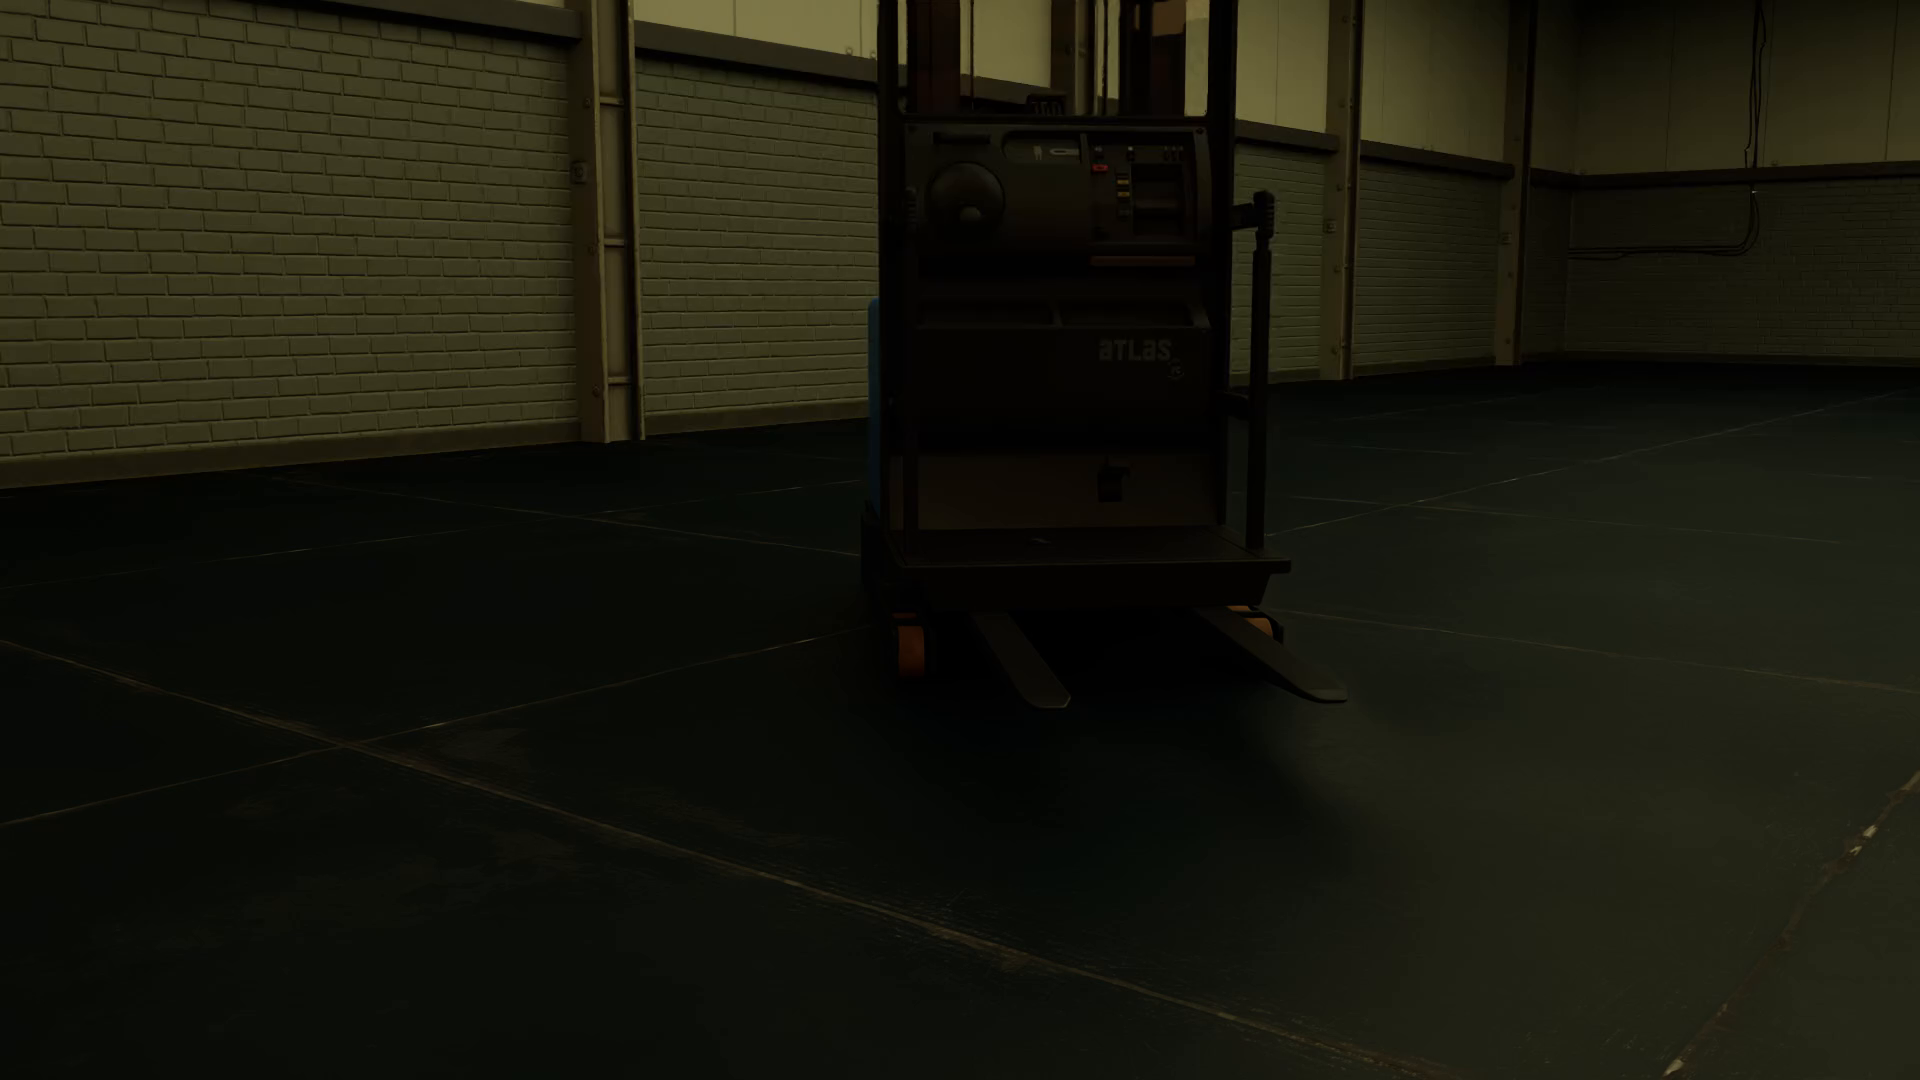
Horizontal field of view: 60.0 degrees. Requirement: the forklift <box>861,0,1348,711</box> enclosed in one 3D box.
[{"bbox_3d":[0.323,-1.102,4.812,1.130,2.935,3.031,-1,8,-6],"label":"forklift"}]
